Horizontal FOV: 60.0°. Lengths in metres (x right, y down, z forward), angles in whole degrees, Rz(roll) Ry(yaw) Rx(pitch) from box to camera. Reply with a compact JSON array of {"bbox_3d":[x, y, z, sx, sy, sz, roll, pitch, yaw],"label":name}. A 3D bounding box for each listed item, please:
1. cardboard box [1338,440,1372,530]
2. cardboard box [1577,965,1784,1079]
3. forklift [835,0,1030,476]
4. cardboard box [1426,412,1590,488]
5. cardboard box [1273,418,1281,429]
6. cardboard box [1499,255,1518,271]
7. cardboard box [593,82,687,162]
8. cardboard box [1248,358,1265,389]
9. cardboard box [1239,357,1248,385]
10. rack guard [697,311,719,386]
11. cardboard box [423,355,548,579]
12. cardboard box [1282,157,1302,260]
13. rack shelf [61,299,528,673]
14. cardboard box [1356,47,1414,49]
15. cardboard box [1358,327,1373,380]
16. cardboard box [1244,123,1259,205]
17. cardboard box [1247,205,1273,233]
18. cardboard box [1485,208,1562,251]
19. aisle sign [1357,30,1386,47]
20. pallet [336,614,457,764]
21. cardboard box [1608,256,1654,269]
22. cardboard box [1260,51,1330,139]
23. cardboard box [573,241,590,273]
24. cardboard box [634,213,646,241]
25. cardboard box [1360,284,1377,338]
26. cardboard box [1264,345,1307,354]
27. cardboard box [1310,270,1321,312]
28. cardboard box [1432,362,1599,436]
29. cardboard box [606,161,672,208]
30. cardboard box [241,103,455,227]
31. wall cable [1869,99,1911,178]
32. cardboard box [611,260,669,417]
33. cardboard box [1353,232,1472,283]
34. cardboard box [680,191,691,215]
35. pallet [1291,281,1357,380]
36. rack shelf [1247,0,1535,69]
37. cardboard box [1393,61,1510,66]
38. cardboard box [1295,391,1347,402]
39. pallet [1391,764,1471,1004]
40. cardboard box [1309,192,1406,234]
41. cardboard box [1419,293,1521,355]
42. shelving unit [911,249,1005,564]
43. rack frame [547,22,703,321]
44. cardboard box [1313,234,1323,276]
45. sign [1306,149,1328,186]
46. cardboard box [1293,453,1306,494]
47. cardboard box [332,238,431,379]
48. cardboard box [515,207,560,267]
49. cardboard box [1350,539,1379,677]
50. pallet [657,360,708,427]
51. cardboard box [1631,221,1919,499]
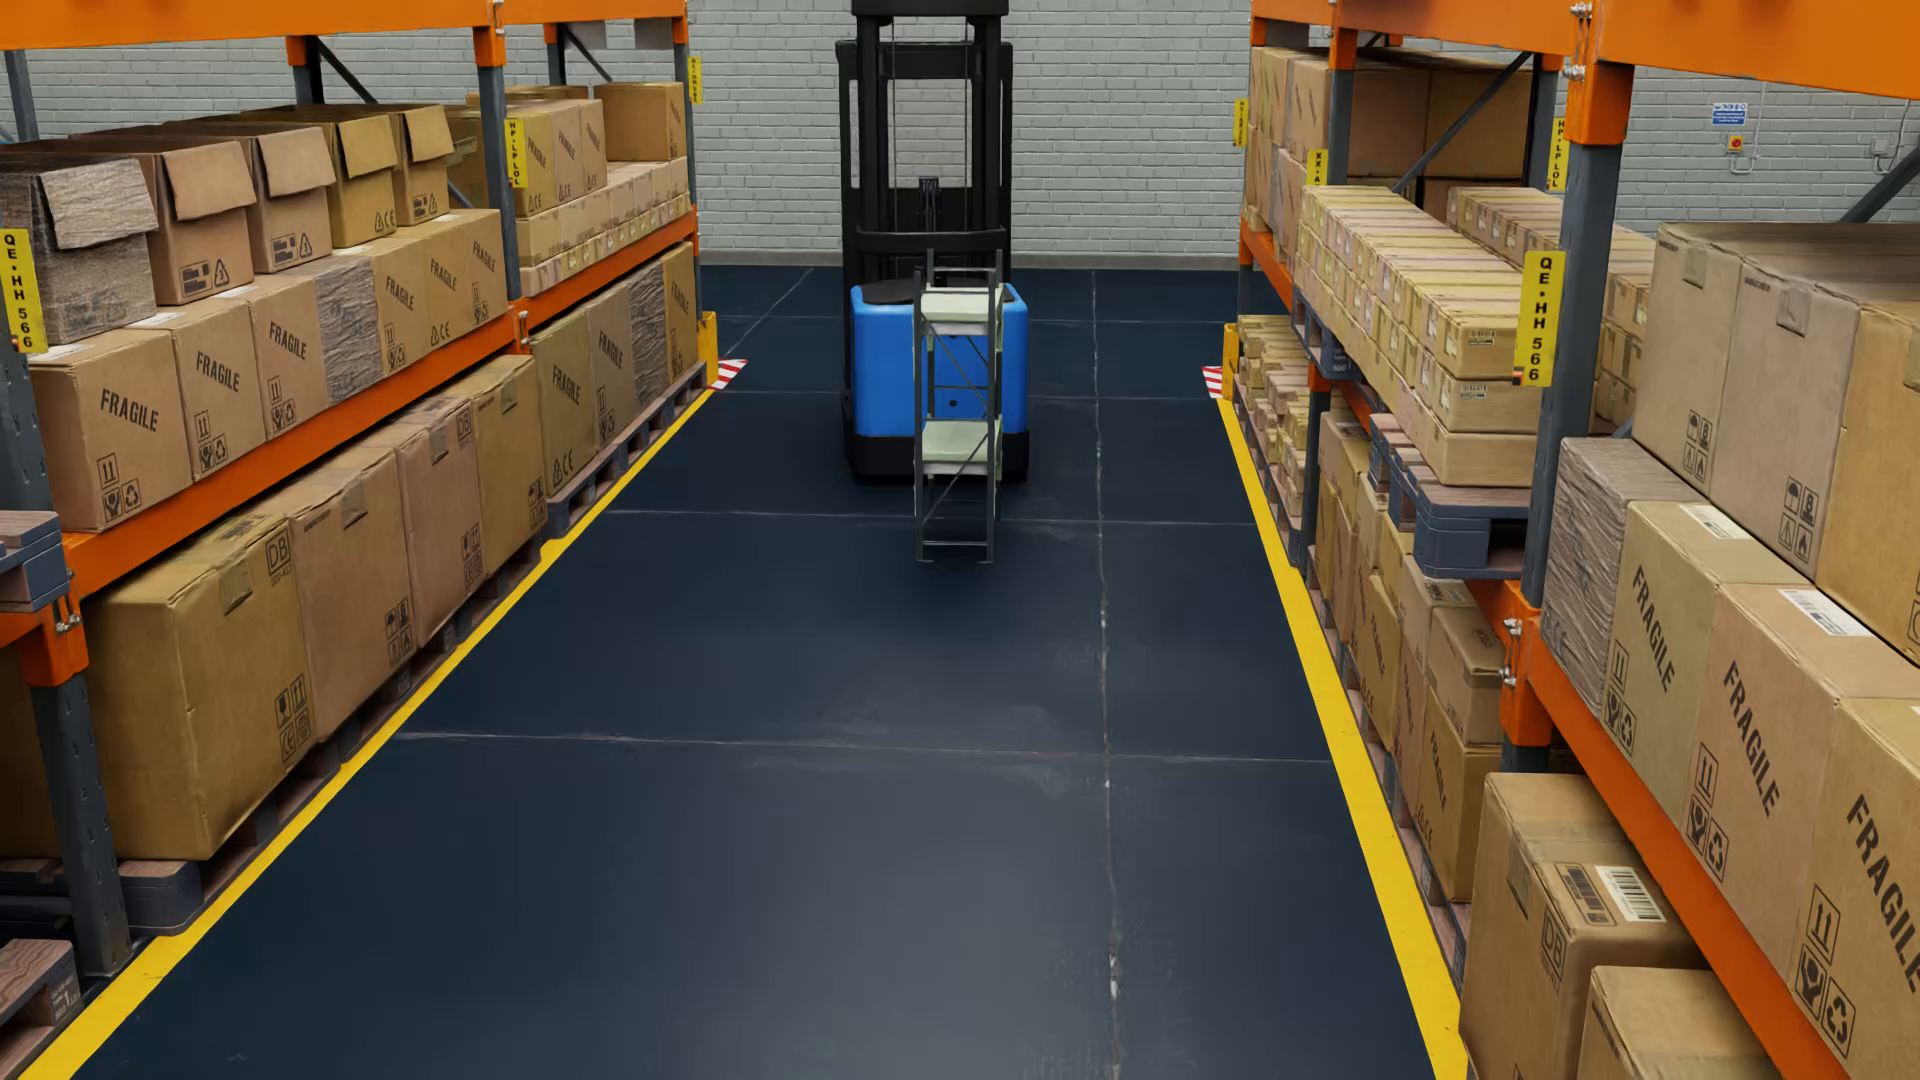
[{"bbox_3d":[1.866,-0.227,6.935,0.500,0.250,0.500,2,18,5],"label":"cardboard box"},{"bbox_3d":[1.738,1.322,3.009,1.050,0.750,0.750,2,18,5],"label":"cardboard box"},{"bbox_3d":[-0.239,-2.187,10.891,1.130,2.935,3.031,-2,18,-5],"label":"forklift"},{"bbox_3d":[1.508,-0.250,4.597,0.380,0.149,0.250,2,18,5],"label":"cardboard box"},{"bbox_3d":[2.066,-0.623,9.912,0.380,0.149,0.250,2,18,5],"label":"cardboard box"},{"bbox_3d":[2.313,-1.017,6.461,0.380,0.149,0.250,0,18,1],"label":"cardboard box"},{"bbox_3d":[-2.208,-2.902,11.521,0.500,0.500,0.500,2,18,5],"label":"cardboard box"},{"bbox_3d":[2.079,-1.081,10.830,0.380,0.149,0.250,2,18,6],"label":"cardboard box"},{"bbox_3d":[2.148,-1.180,11.610,0.380,0.149,0.250,2,18,5],"label":"cardboard box"},{"bbox_3d":[-2.434,-1.452,12.552,1.175,0.500,0.348,1,18,4],"label":"rack guard"},{"bbox_3d":[-2.748,-0.381,8.006,1.225,0.875,0.875,1,18,4],"label":"cardboard box"},{"bbox_3d":[2.009,-1.755,8.823,0.500,0.500,0.500,1,18,2],"label":"cardboard box"},{"bbox_3d":[-2.865,-0.427,6.565,1.077,0.370,4.000,1,18,4],"label":"rack shelf"},{"bbox_3d":[2.720,-3.007,11.038,0.500,0.500,0.500,1,18,3],"label":"cardboard box"},{"bbox_3d":[1.605,-0.648,5.812,0.380,0.149,0.250,2,18,6],"label":"cardboard box"},{"bbox_3d":[2.197,-2.546,11.238,0.500,0.500,0.500,2,18,7],"label":"cardboard box"},{"bbox_3d":[2.105,-2.116,10.966,0.380,0.149,0.250,1,18,2],"label":"cardboard box"},{"bbox_3d":[2.326,-1.237,6.654,0.380,0.149,0.250,1,18,4],"label":"cardboard box"},{"bbox_3d":[2.809,-3.742,11.351,0.394,0.787,0.004,1,18,4],"label":"aisle sign"},{"bbox_3d":[-2.787,0.556,6.887,1.003,0.211,1.213,1,18,4],"label":"pallet"},{"bbox_3d":[2.233,-0.834,5.425,0.380,0.149,0.250,2,18,6],"label":"cardboard box"},{"bbox_3d":[2.118,-2.703,10.111,0.500,0.500,0.500,1,18,3],"label":"cardboard box"},{"bbox_3d":[-2.315,-1.601,9.394,0.380,0.149,0.250,1,18,2],"label":"cardboard box"},{"bbox_3d":[-2.222,-1.998,10.605,0.380,0.149,0.250,1,18,4],"label":"cardboard box"},{"bbox_3d":[1.603,-0.792,5.773,0.380,0.149,0.250,2,18,5],"label":"cardboard box"},{"bbox_3d":[2.118,-1.134,10.517,0.380,0.149,0.250,2,18,6],"label":"cardboard box"},{"bbox_3d":[1.695,-1.053,7.047,0.380,0.149,0.250,1,18,4],"label":"cardboard box"},{"bbox_3d":[1.512,-0.391,4.551,0.380,0.149,0.250,2,18,5],"label":"cardboard box"},{"bbox_3d":[-2.242,-2.389,11.159,0.500,0.250,0.500,1,18,3],"label":"cardboard box"},{"bbox_3d":[-2.760,-1.716,7.571,0.797,0.503,0.637,1,18,2],"label":"cardboard box"},{"bbox_3d":[9.246,-4.618,16.568,0.588,1.984,0.122,1,18,4],"label":"wall cable"},{"bbox_3d":[-2.467,-1.339,10.931,0.875,0.875,0.875,1,18,4],"label":"cardboard box"},{"bbox_3d":[1.623,-1.014,5.973,0.380,0.149,0.250,2,18,6],"label":"cardboard box"},{"bbox_3d":[-2.132,-2.395,11.819,0.380,0.149,0.250,2,18,5],"label":"cardboard box"},{"bbox_3d":[2.018,-0.923,7.231,1.003,0.211,1.213,1,18,4],"label":"pallet"},{"bbox_3d":[2.361,-2.953,9.456,1.077,0.370,4.000,1,18,4],"label":"rack shelf"},{"bbox_3d":[2.515,-2.208,8.601,0.500,0.500,0.500,1,18,2],"label":"cardboard box"},{"bbox_3d":[2.070,-0.729,9.278,0.380,0.149,0.250,2,18,6],"label":"cardboard box"},{"bbox_3d":[1.989,1.077,5.299,1.003,0.211,1.213,1,18,4],"label":"pallet"},{"bbox_3d":[1.717,-1.412,7.190,0.380,0.149,0.250,2,18,5],"label":"cardboard box"},{"bbox_3d":[1.529,-0.609,4.739,0.380,0.149,0.250,1,18,3],"label":"cardboard box"},{"bbox_3d":[0.000,-0.711,8.683,0.431,1.500,0.755,1,18,4],"label":"shelving unit"},{"bbox_3d":[-2.435,-2.633,12.140,1.000,3.000,0.127,1,18,4],"label":"rack frame"},{"bbox_3d":[1.696,-1.197,7.010,0.380,0.149,0.250,2,18,5],"label":"cardboard box"},{"bbox_3d":[1.676,-1.669,7.810,0.100,0.325,0.005,1,18,4],"label":"sign"},{"bbox_3d":[1.923,-0.339,8.568,0.380,0.149,0.250,2,18,5],"label":"cardboard box"},{"bbox_3d":[-2.556,-0.971,6.907,0.500,0.500,0.500,1,18,3],"label":"cardboard box"},{"bbox_3d":[-2.427,-1.601,8.753,0.500,0.250,0.500,1,18,3],"label":"cardboard box"},{"bbox_3d":[1.840,0.291,6.558,0.500,0.500,0.500,2,18,5],"label":"cardboard box"},{"bbox_3d":[-2.415,-1.057,11.811,1.003,0.211,1.213,1,18,4],"label":"pallet"},{"bbox_3d":[1.889,-0.389,3.528,0.700,0.500,0.500,1,18,4],"label":"cardboard box"}]
